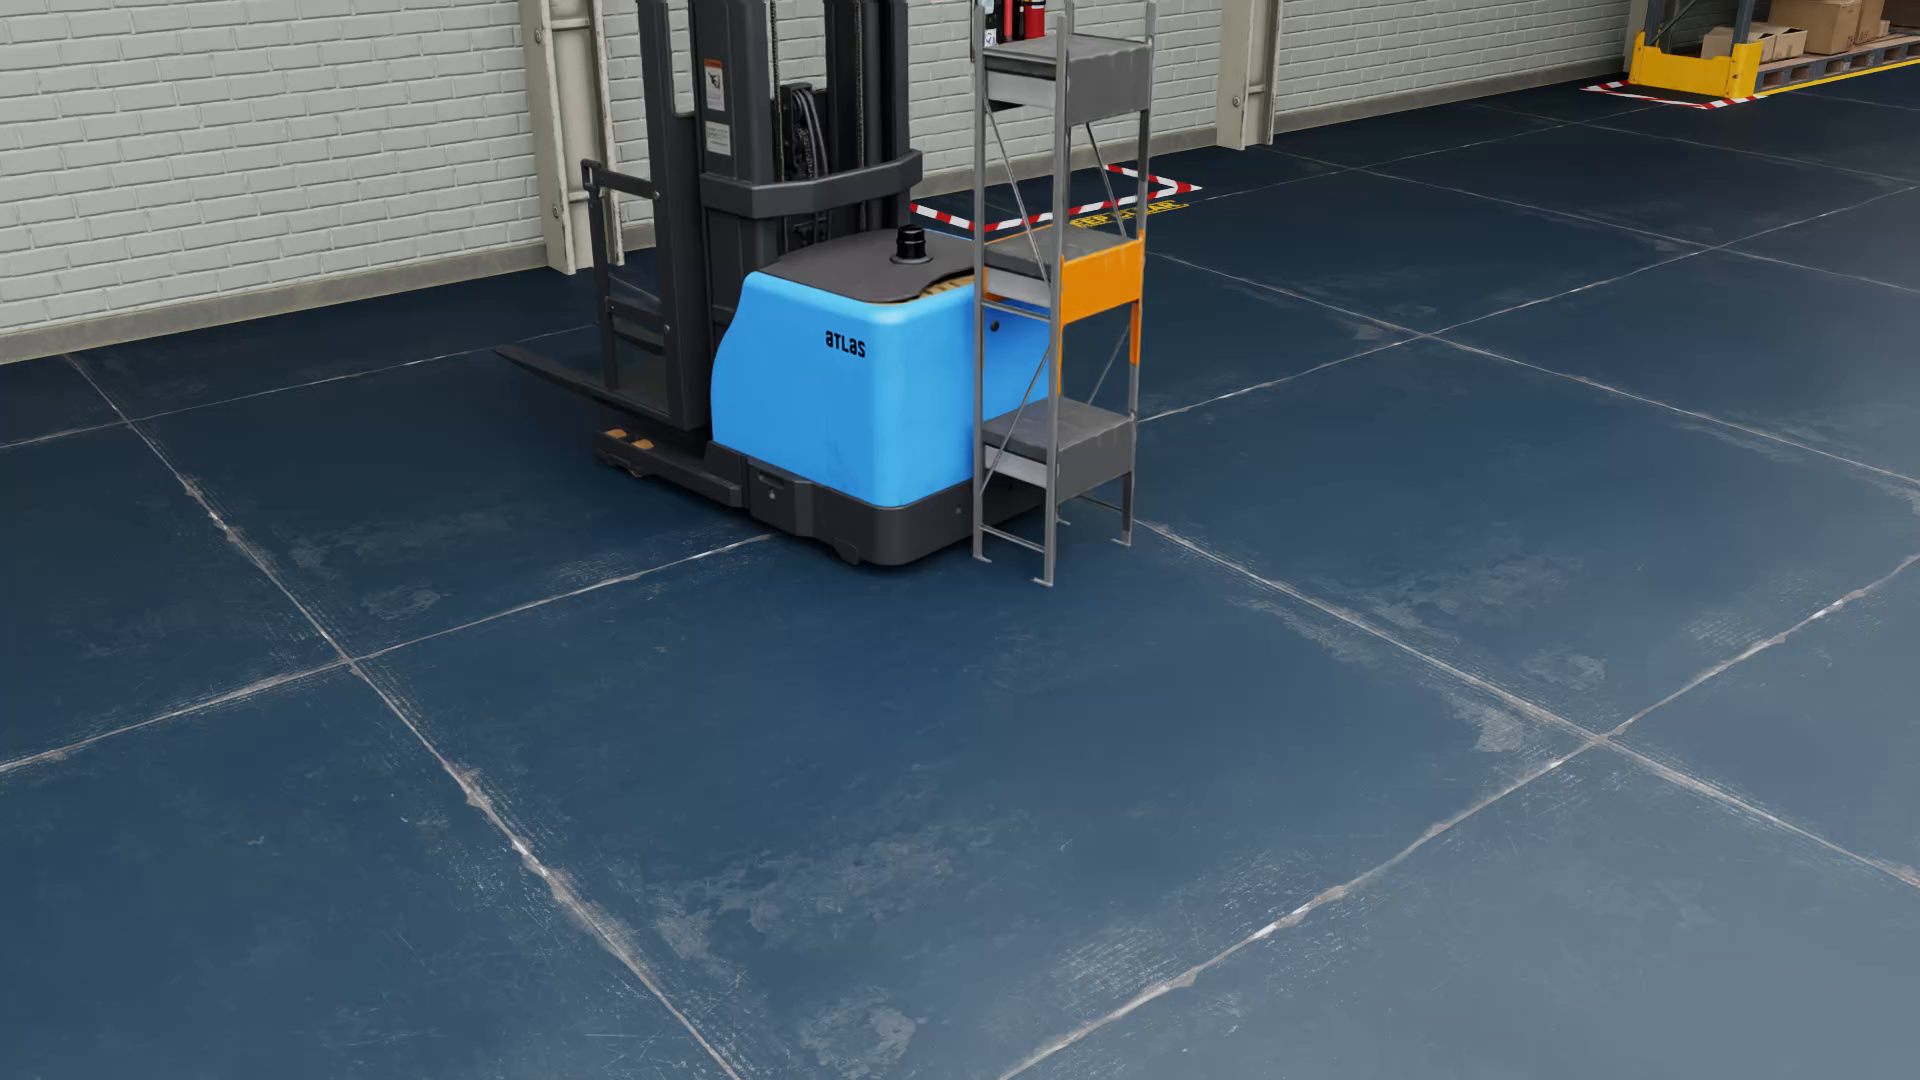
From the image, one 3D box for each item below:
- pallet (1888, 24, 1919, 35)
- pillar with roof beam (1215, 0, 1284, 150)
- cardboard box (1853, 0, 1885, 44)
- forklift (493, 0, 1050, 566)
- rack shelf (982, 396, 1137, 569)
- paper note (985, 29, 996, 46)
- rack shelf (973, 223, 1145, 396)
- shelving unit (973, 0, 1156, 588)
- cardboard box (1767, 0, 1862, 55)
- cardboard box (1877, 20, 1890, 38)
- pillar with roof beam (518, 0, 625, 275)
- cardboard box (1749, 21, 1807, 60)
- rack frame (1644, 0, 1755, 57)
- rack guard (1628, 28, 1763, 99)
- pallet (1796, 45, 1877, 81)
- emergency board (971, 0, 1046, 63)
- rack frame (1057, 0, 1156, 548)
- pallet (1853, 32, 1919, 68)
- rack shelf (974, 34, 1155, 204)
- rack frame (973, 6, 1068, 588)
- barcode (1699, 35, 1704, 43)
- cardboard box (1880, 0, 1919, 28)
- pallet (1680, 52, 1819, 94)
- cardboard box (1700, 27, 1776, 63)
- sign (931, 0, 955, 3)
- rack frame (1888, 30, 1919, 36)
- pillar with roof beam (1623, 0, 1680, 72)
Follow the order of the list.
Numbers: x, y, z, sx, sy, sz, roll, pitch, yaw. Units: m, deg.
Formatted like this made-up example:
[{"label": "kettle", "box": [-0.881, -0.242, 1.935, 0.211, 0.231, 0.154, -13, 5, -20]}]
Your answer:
[{"label": "pallet", "box": [10.823, -5.727, 18.838, 1.213, 0.211, 1.003, -18, 31, -34]}, {"label": "pillar with roof beam", "box": [5.016, -5.954, 8.891, 0.400, 9.000, 9.100, -18, 31, -34]}, {"label": "cardboard box", "box": [9.419, -5.572, 17.639, 0.500, 0.500, 0.500, -21, 32, -38]}, {"label": "forklift", "box": [-1.000, -1.745, 7.029, 3.031, 2.935, 1.130, 22, 33, 39]}, {"label": "rack shelf", "box": [0.369, -0.255, 6.501, 0.431, 0.518, 0.480, 21, 32, 38]}, {"label": "paper note", "box": [0.209, -3.607, 12.006, 0.142, 0.148, 0.016, -18, 31, -34]}, {"label": "rack shelf", "box": [0.369, -0.890, 6.206, 0.431, 0.518, 0.480, 21, 32, 38]}, {"label": "shelving unit", "box": [0.369, -0.903, 6.201, 0.431, 2.100, 0.503, 21, 32, 38]}, {"label": "cardboard box", "box": [8.720, -5.287, 17.026, 0.500, 0.500, 0.700, -21, 32, -37]}, {"label": "cardboard box", "box": [9.809, -5.554, 17.997, 0.380, 0.166, 0.250, 22, 33, 39]}, {"label": "pillar with roof beam", "box": [0.294, -4.396, 5.532, 0.400, 9.000, 9.100, -18, 31, -34]}, {"label": "cardboard box", "box": [8.112, -5.028, 16.691, 0.500, 0.311, 0.500, -15, 29, -30]}, {"label": "rack frame", "box": [7.064, -5.750, 15.576, 0.127, 3.000, 1.000, -18, 31, -34]}, {"label": "rack guard", "box": [7.123, -4.636, 16.144, 0.348, 0.500, 1.175, -18, 31, -34]}, {"label": "pallet", "box": [8.744, -5.019, 17.314, 1.213, 0.211, 1.003, -18, 31, -34]}, {"label": "emergency board", "box": [0.391, -4.030, 11.870, 0.643, 1.169, 0.194, -18, 31, -34]}, {"label": "rack frame", "box": [0.534, -0.978, 6.364, 0.400, 2.100, 0.015, 21, 32, 38]}, {"label": "pallet", "box": [9.705, -5.338, 18.000, 1.213, 0.211, 1.003, -18, 31, -34]}, {"label": "rack shelf", "box": [0.369, -1.525, 5.912, 0.431, 0.518, 0.480, 21, 32, 38]}, {"label": "rack frame", "box": [0.204, -0.827, 6.038, 0.400, 2.100, 0.015, 21, 32, 38]}, {"label": "barcode", "box": [7.431, -5.021, 16.666, 0.075, 0.075, 0.001, -18, 31, -34]}, {"label": "cardboard box", "box": [10.780, -6.051, 18.672, 0.500, 0.500, 0.700, -17, 30, -32]}, {"label": "pallet", "box": [7.784, -4.704, 16.635, 1.213, 0.211, 1.003, -18, 31, -34]}, {"label": "cardboard box", "box": [7.664, -4.879, 16.372, 0.500, 0.311, 0.500, -23, 33, -40]}, {"label": "sign", "box": [-0.108, -3.937, 11.627, 0.234, 0.329, 0.001, -18, 31, -34]}, {"label": "rack frame", "box": [10.211, -6.789, 17.814, 0.127, 3.000, 1.000, -18, 31, -34]}, {"label": "pillar with roof beam", "box": [9.737, -7.513, 12.249, 0.400, 9.000, 9.100, -18, 31, -34]}]
